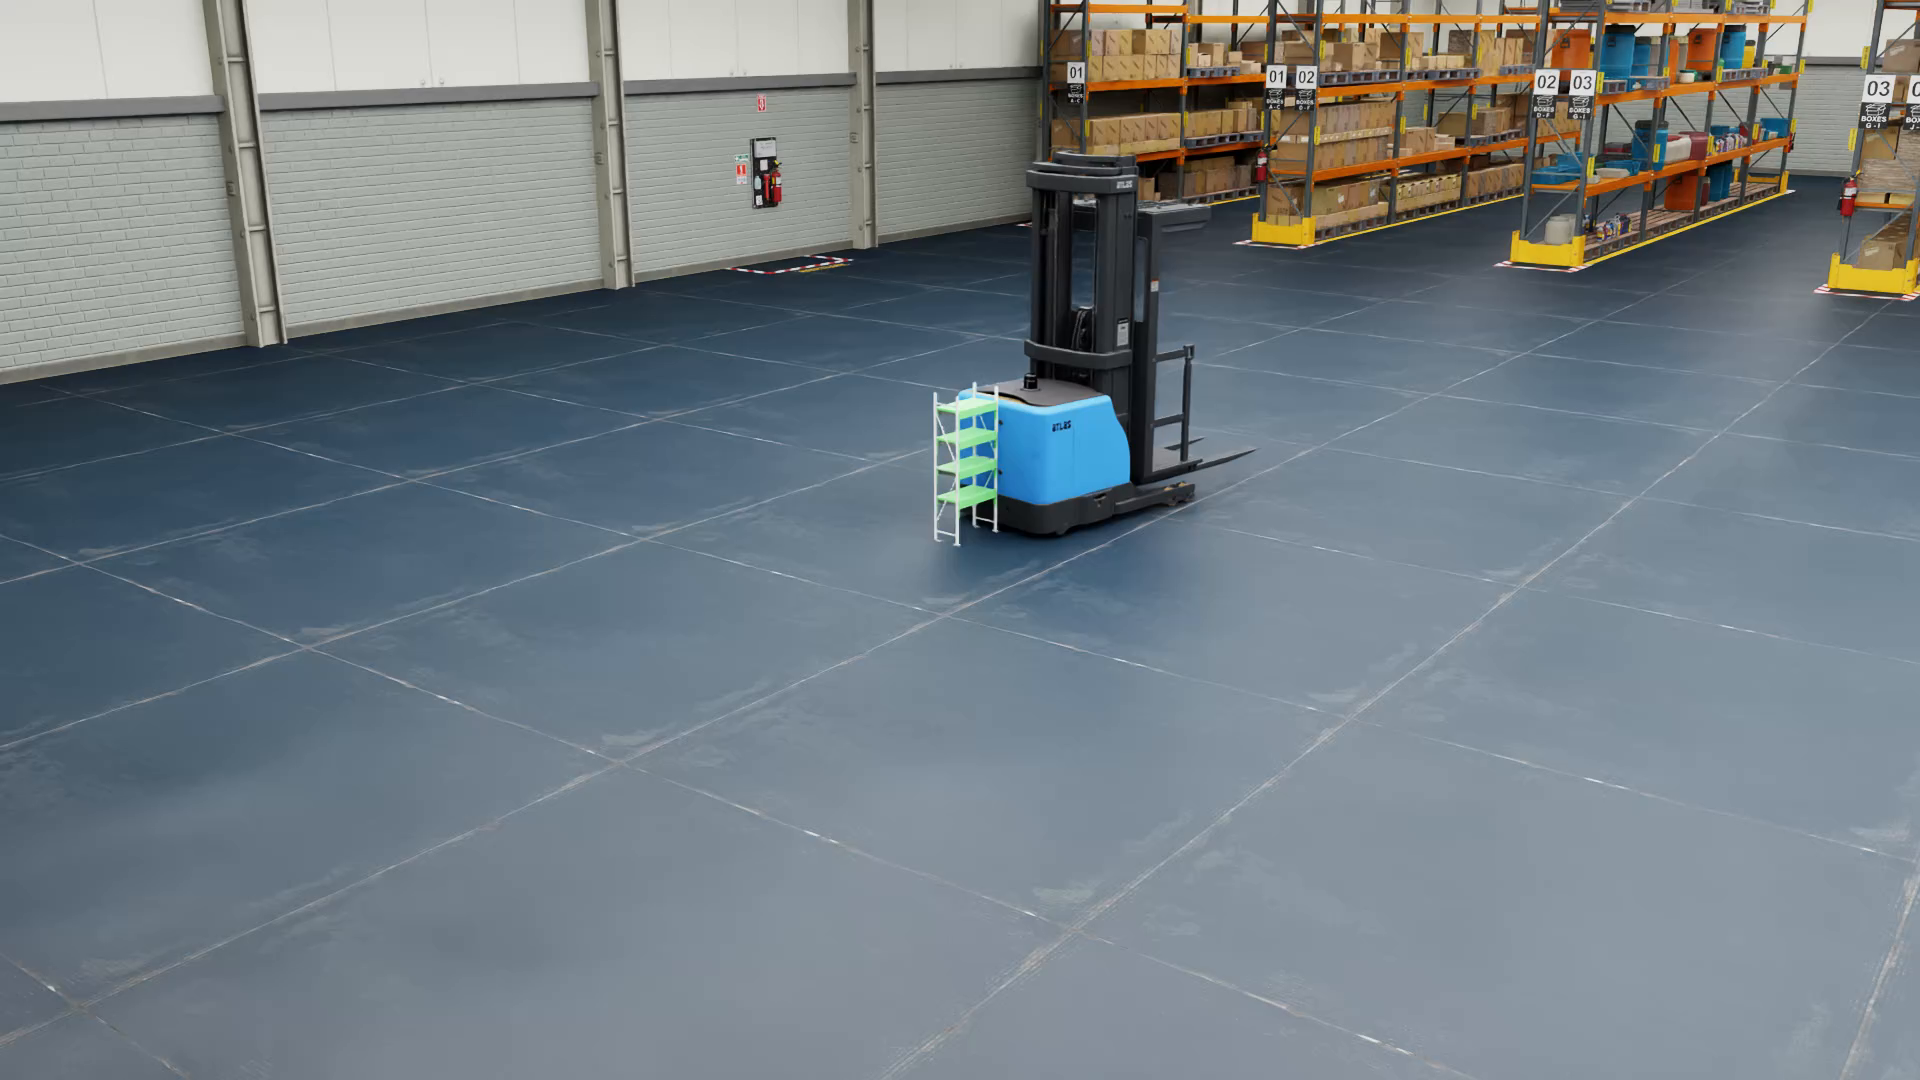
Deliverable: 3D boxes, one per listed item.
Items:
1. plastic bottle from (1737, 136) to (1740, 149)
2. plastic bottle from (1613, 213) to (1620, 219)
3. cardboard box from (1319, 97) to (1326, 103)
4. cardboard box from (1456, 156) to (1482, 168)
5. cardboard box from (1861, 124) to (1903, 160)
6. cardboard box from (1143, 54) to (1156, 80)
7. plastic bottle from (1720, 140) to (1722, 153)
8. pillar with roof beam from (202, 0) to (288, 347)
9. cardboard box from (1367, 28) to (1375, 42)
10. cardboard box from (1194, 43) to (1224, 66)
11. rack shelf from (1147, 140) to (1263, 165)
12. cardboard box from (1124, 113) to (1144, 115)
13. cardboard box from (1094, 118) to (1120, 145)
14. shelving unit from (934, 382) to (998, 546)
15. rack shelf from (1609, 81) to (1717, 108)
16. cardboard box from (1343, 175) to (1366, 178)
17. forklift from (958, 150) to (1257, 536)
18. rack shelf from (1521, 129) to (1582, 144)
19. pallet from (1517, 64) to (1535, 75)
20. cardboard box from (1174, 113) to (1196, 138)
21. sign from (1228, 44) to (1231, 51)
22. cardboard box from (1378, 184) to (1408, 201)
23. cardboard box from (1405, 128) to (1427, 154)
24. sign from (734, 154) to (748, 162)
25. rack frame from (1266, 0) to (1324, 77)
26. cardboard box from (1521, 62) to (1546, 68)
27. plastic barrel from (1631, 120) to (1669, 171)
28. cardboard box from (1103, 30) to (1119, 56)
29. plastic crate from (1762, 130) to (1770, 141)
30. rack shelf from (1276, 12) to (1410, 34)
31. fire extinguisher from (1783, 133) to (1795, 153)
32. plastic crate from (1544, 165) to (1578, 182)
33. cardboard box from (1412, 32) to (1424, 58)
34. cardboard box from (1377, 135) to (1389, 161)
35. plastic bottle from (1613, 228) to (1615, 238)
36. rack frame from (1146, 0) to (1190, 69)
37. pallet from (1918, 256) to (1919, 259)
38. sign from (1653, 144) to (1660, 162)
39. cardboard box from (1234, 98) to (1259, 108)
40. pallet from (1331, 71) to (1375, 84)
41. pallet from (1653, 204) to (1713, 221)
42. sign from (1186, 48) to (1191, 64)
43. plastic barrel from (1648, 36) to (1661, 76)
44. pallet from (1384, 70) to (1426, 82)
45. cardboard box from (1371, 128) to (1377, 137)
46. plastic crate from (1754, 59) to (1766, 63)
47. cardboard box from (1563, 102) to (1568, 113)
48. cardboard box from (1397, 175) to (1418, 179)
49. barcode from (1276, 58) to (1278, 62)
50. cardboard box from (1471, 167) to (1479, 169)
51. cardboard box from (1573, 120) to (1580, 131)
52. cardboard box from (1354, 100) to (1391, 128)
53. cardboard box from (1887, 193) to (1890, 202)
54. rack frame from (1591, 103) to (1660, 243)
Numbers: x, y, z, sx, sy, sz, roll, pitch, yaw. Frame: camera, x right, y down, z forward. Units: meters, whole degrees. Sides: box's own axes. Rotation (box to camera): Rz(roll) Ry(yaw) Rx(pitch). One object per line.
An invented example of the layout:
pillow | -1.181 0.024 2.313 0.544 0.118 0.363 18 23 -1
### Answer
plastic bottle | 17.019 -8.729 36.503 0.152 0.276 0.135 12 21 35
plastic bottle | 12.177 -5.887 30.866 0.144 0.351 0.185 12 21 35
cardboard box | 8.870 -11.057 41.824 0.500 0.250 0.500 13 21 36
cardboard box | 11.858 -8.847 38.882 0.500 0.250 0.500 12 21 34
cardboard box | 14.169 -6.134 25.584 0.500 0.500 0.500 12 21 35
cardboard box | 3.775 -9.940 34.934 0.500 0.500 0.500 11 21 33
plastic bottle | 16.125 -8.355 35.309 0.097 0.271 0.097 0 17 0
pillar with roof beam | -5.440 -6.055 17.568 9.100 9.000 0.400 12 21 35
cardboard box | 10.496 -13.106 43.444 0.500 0.500 0.500 13 21 35
cardboard box | 5.613 -10.962 37.550 0.500 0.500 0.500 12 21 33
rack shelf | 5.680 -9.004 38.393 1.077 0.370 4.000 12 21 35
cardboard box | 3.730 -8.969 36.024 0.500 0.500 0.500 12 21 34
cardboard box | 2.934 -8.391 34.161 0.500 0.500 0.500 12 21 35
shelving unit | 0.048 -0.602 13.159 0.258 1.200 0.503 14 22 37
rack shelf | 13.637 -8.686 32.311 1.077 0.370 4.000 12 21 35
cardboard box | 7.941 -7.187 33.993 0.500 0.500 0.500 12 21 35
forklift | 1.383 -1.785 14.049 3.031 2.935 1.130 -16 23 -41
rack shelf | 14.427 -10.035 41.713 1.077 0.370 4.000 12 21 35
pallet | 12.791 -11.102 39.195 1.213 0.211 1.003 12 21 35
cardboard box | 4.819 -9.244 37.043 0.700 0.500 0.500 12 21 35
sign | 6.431 -11.641 39.609 0.100 0.325 0.005 12 21 35
cardboard box | 8.915 -7.206 34.374 0.500 0.311 0.500 13 21 35
cardboard box | 9.552 -8.469 35.289 0.500 0.500 0.500 12 21 35
sign | -3.653 -6.383 27.787 0.001 0.109 0.331 12 21 35
rack frame | 6.086 -9.909 29.979 1.000 3.000 0.127 12 21 35
cardboard box | 13.724 -11.335 39.882 0.500 0.250 0.500 12 21 35
plastic barrel | 12.918 -7.398 31.164 0.600 0.901 0.708 12 21 35
cardboard box | 2.869 -10.045 33.587 0.500 0.500 0.500 12 21 34
plastic crate | 18.577 -9.393 38.613 0.416 0.233 0.300 12 21 35
rack shelf | 7.277 -9.851 31.679 1.077 0.370 4.000 12 21 35
fire extinguisher | 20.050 -9.719 40.242 0.296 0.674 0.183 12 21 35
plastic crate | 10.511 -6.422 29.118 0.499 0.251 0.408 12 21 35
cardboard box | 9.189 -10.196 34.241 0.500 0.500 0.500 15 23 40
cardboard box | 8.210 -7.937 33.578 0.700 0.500 0.500 12 21 33
plastic bottle | 11.838 -5.596 30.183 0.097 0.201 0.097 0 17 0
rack frame | 4.489 -11.736 35.862 1.000 3.000 0.127 12 21 35
pallet | 16.051 -4.747 28.175 1.003 0.211 1.213 12 21 35
sign | 12.880 -7.153 30.752 0.100 0.325 0.005 12 21 35
cardboard box | 6.934 -10.535 40.142 0.500 0.250 0.500 13 22 36
pallet | 7.254 -8.890 31.904 1.003 0.211 1.213 12 21 35
pallet | 15.265 -6.937 35.225 1.003 0.211 1.213 12 21 35
sign | 4.929 -10.456 35.928 0.100 0.325 0.005 12 21 35
plastic barrel | 12.963 -9.108 31.611 0.600 0.901 0.600 0 17 0
pallet | 8.984 -9.550 34.204 0.805 0.209 1.217 11 21 33
cardboard box | 8.021 -8.067 32.902 0.380 0.149 0.250 12 21 35
plastic crate | 18.464 -11.066 38.868 0.504 0.338 0.767 12 21 35
cardboard box | 14.969 -10.981 41.691 0.500 0.500 0.500 13 22 36
cardboard box | 9.693 -7.784 36.234 0.500 0.311 0.500 12 21 33
barcode | 5.878 -8.911 30.843 0.001 0.075 0.075 12 21 35
cardboard box | 11.838 -8.479 38.963 0.500 0.500 0.500 11 21 33
cardboard box | 15.571 -10.748 42.627 0.500 0.500 0.500 13 22 36
cardboard box | 8.210 -8.557 33.385 0.700 0.500 0.500 13 21 35
cardboard box | 14.193 -5.336 25.793 0.380 0.149 0.250 12 21 35
rack frame | 12.445 -7.120 31.115 1.000 3.000 0.127 12 21 35
